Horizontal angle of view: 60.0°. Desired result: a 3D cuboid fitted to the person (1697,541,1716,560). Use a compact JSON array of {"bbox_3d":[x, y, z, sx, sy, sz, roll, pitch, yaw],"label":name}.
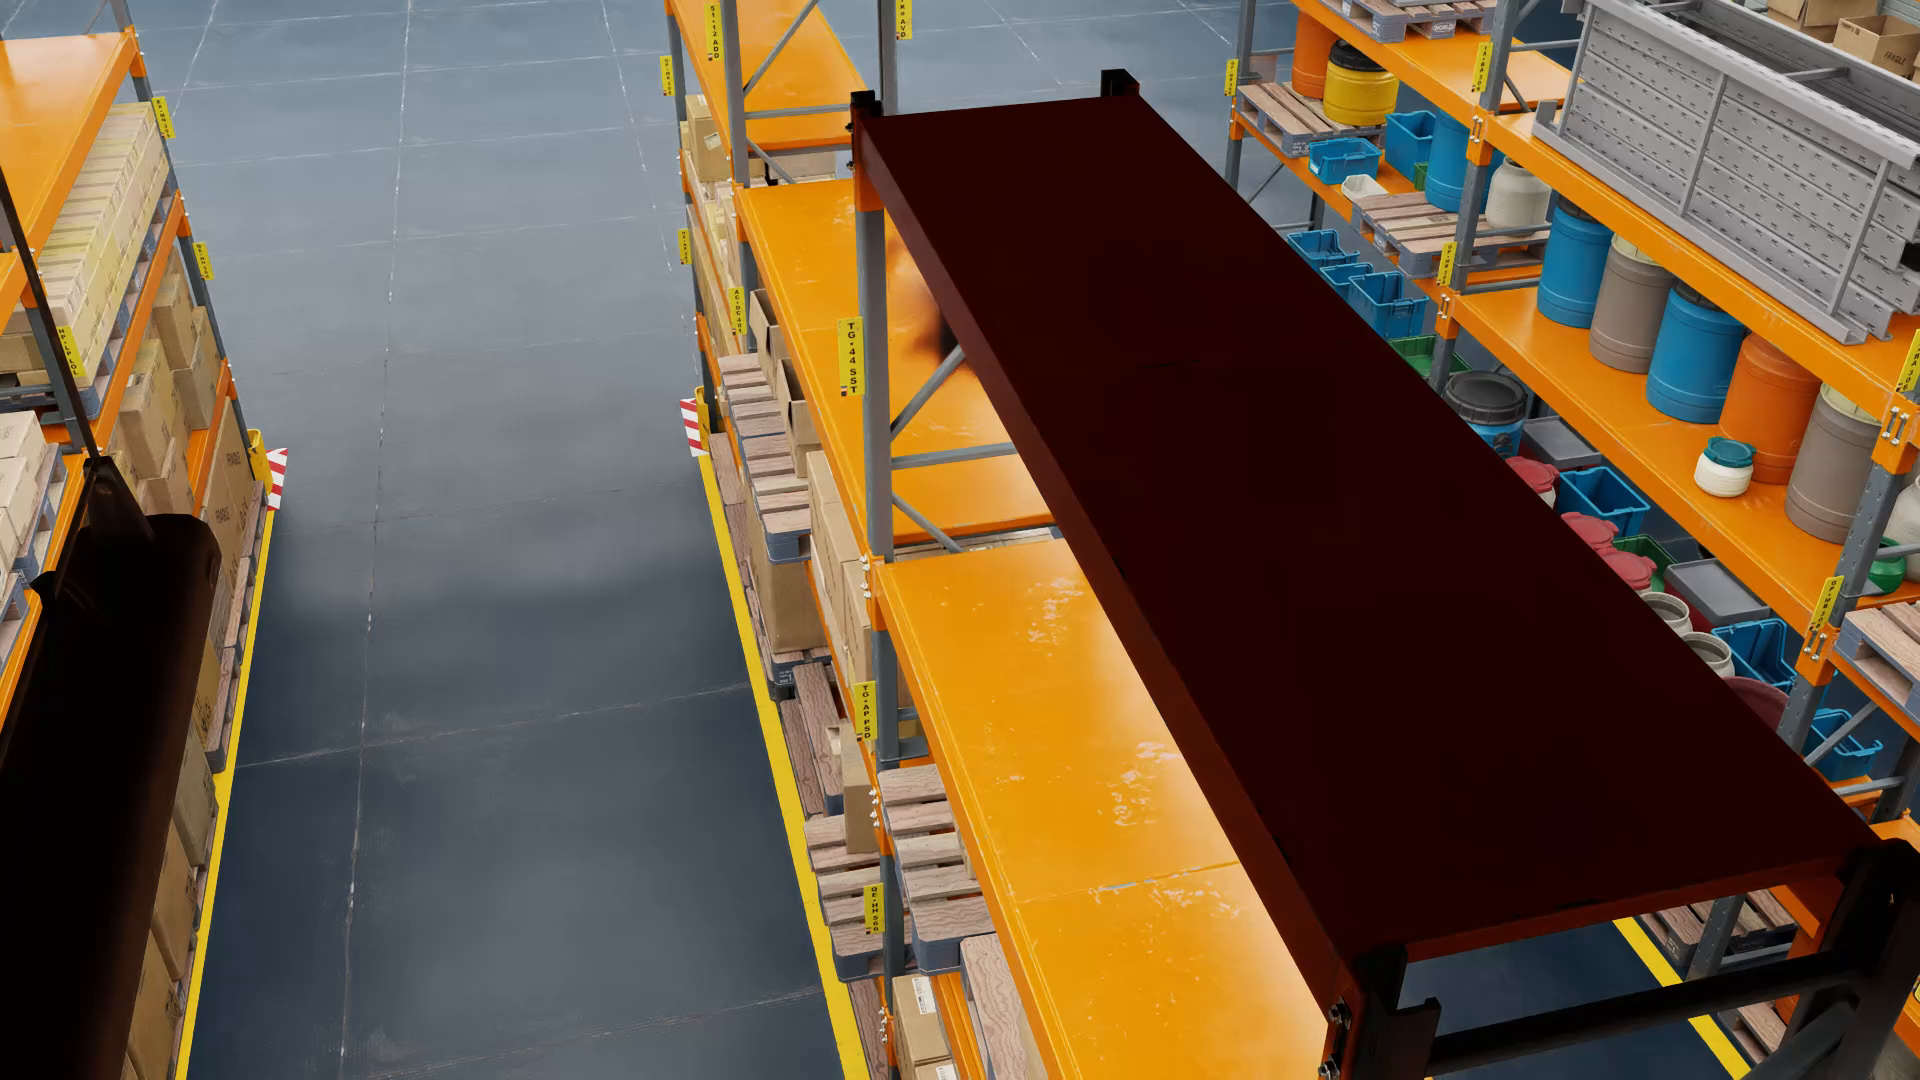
[{"bbox_3d":[6.018,-0.198,12.920,0.819,1.718,0.729,22,40,29],"label":"person"}]
